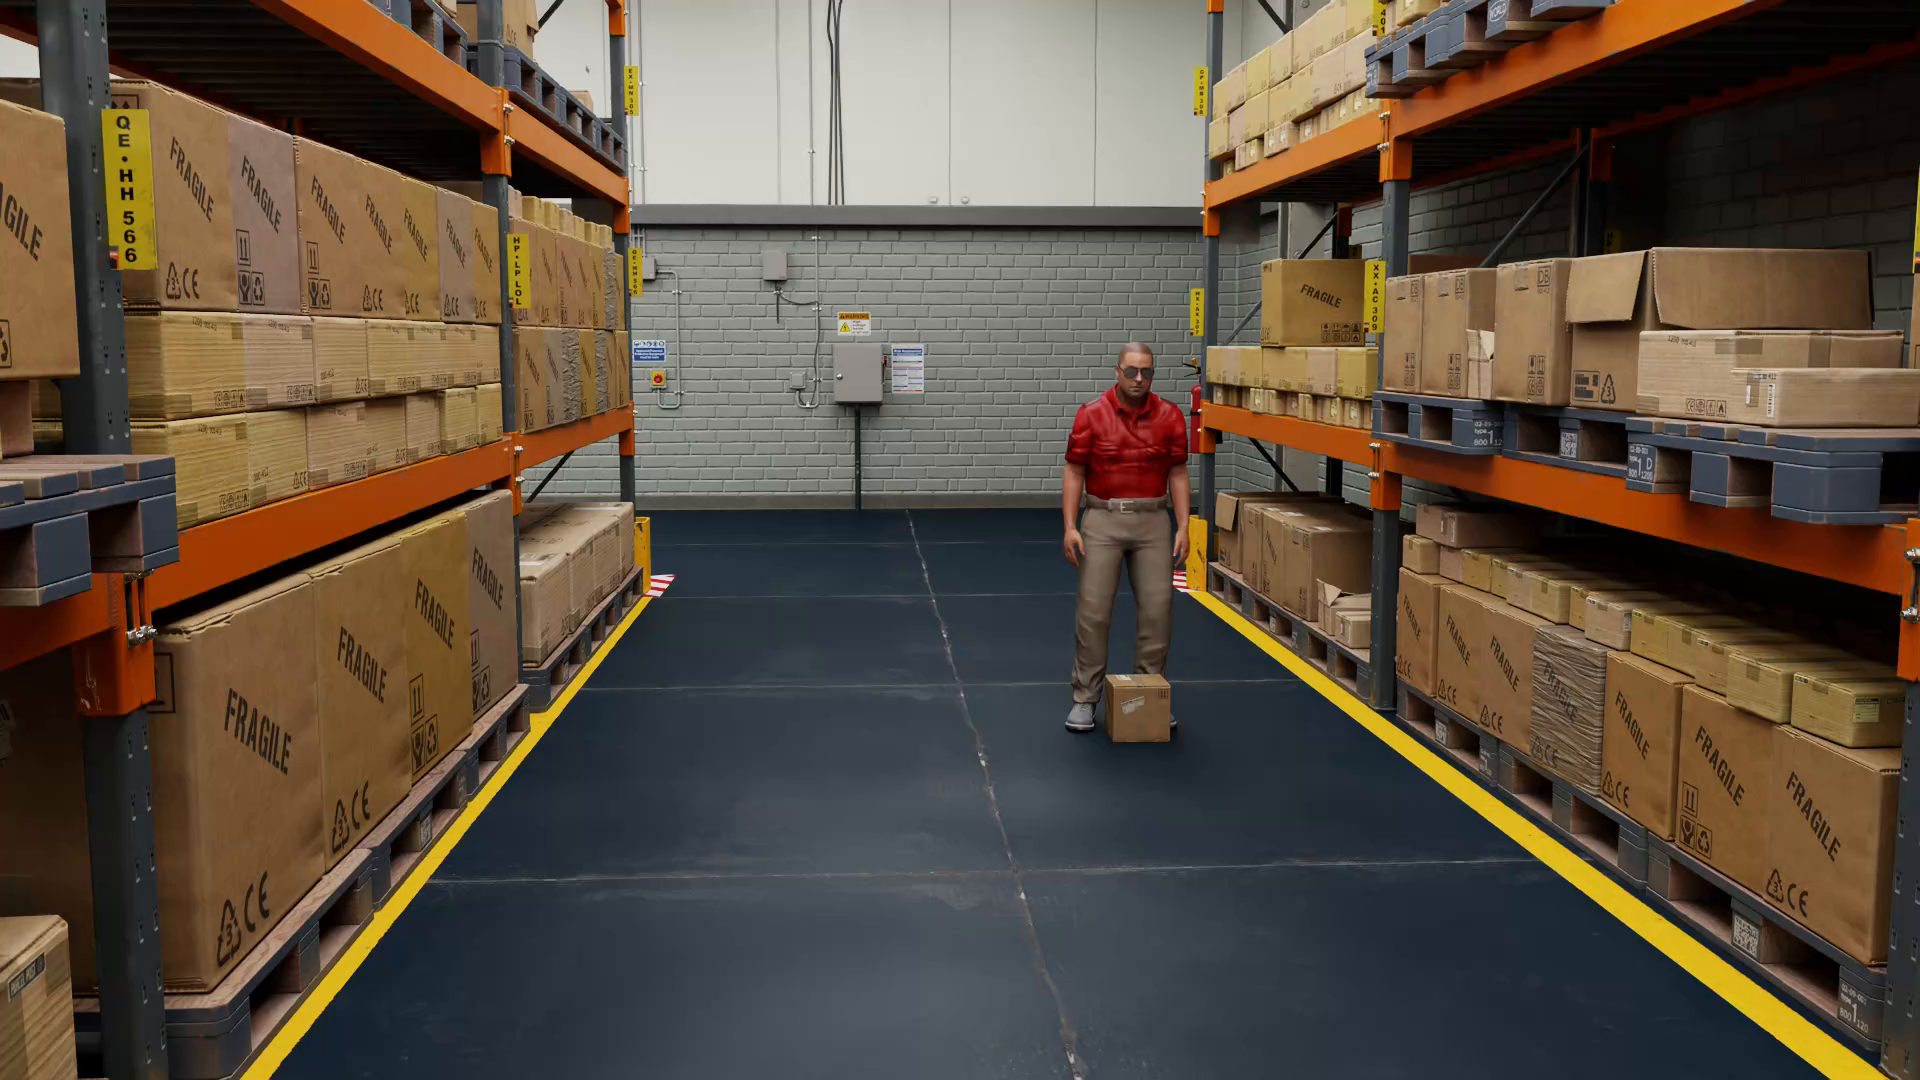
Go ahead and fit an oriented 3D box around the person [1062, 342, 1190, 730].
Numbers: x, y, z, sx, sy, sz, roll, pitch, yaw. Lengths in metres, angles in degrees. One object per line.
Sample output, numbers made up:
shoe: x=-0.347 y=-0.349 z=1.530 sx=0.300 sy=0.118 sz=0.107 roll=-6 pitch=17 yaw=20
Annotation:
person: x=0.752 y=-0.024 z=7.499 sx=0.586 sy=1.726 sz=0.396 roll=0 pitch=7 yaw=-3
